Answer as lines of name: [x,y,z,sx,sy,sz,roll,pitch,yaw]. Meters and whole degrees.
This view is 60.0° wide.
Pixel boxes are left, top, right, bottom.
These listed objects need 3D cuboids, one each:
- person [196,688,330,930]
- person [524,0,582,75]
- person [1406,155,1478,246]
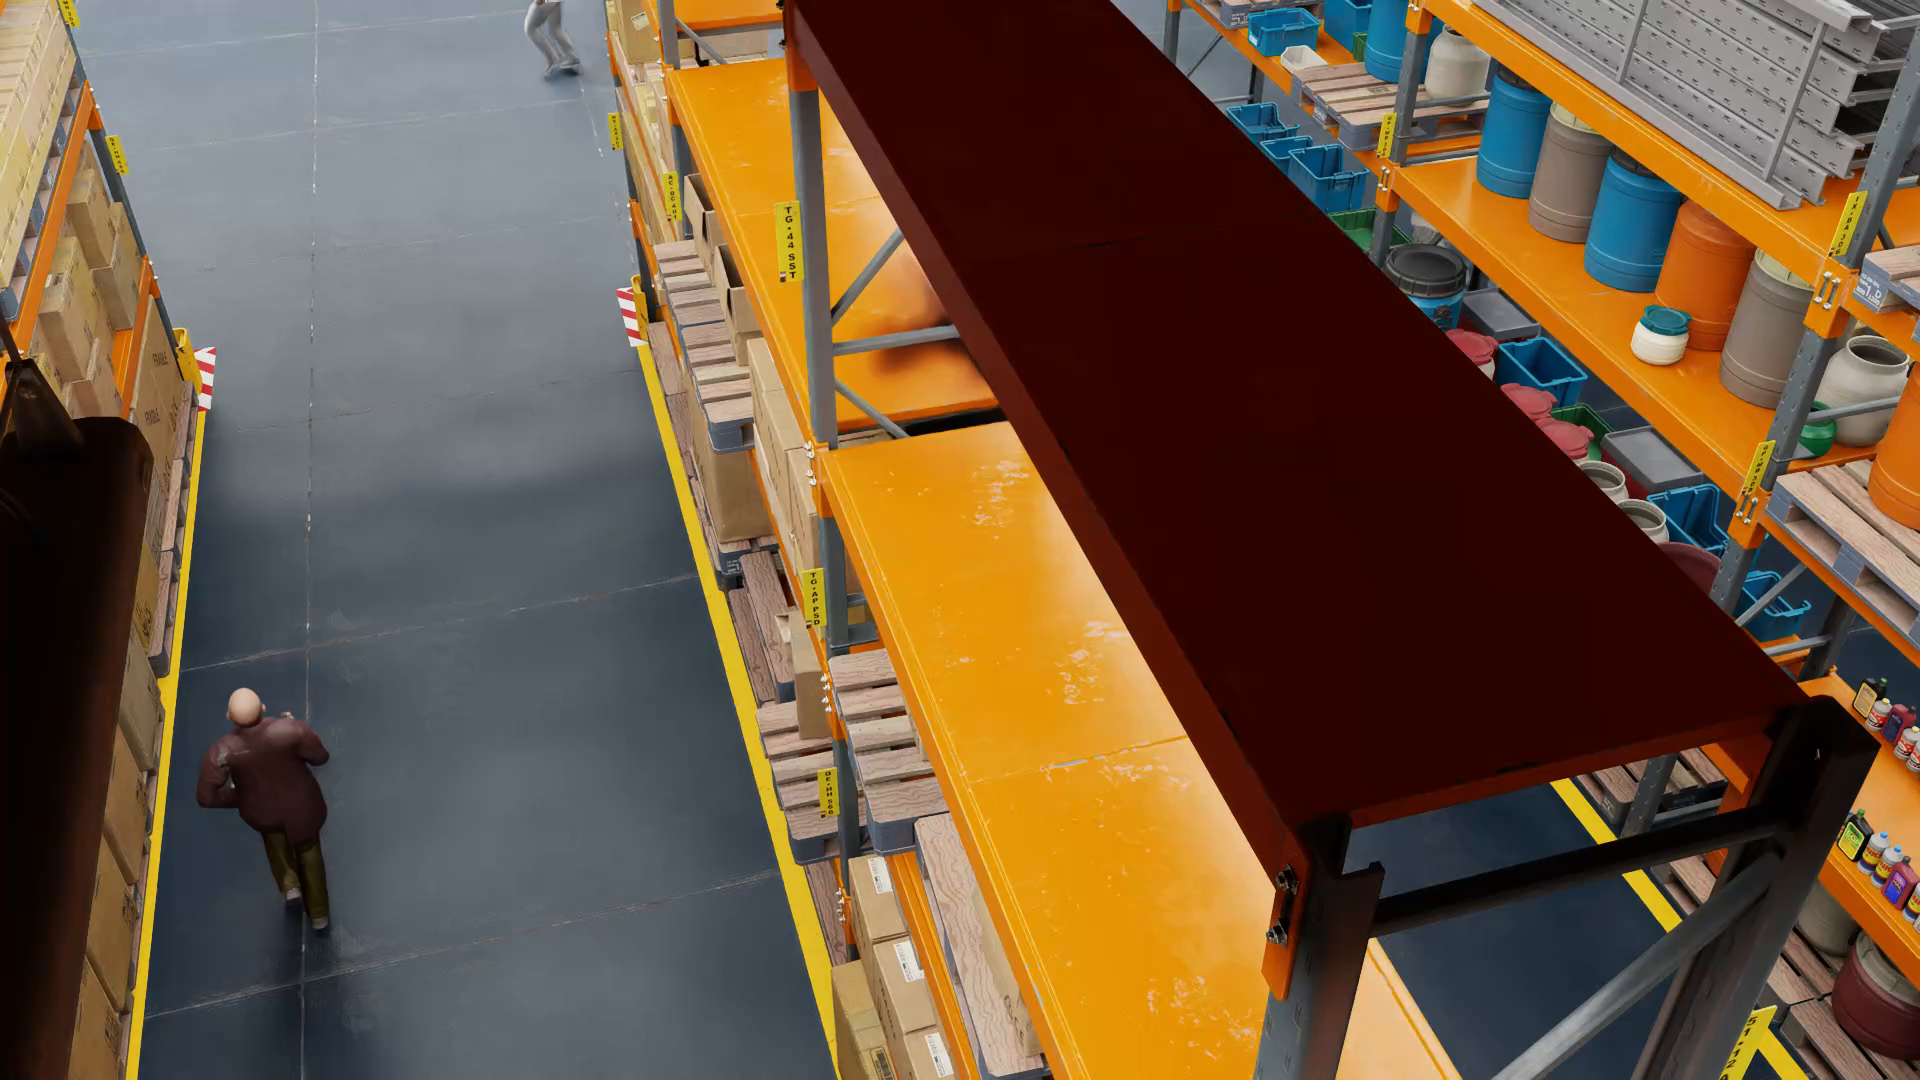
person: [-3.930,1.464,9.568,0.693,1.768,0.681,-13,40,-16]
person: [-4.853,-6.283,19.409,0.667,1.728,0.558,6,39,8]
person: [4.379,-3.138,15.308,0.692,1.795,0.992,-16,41,-19]
